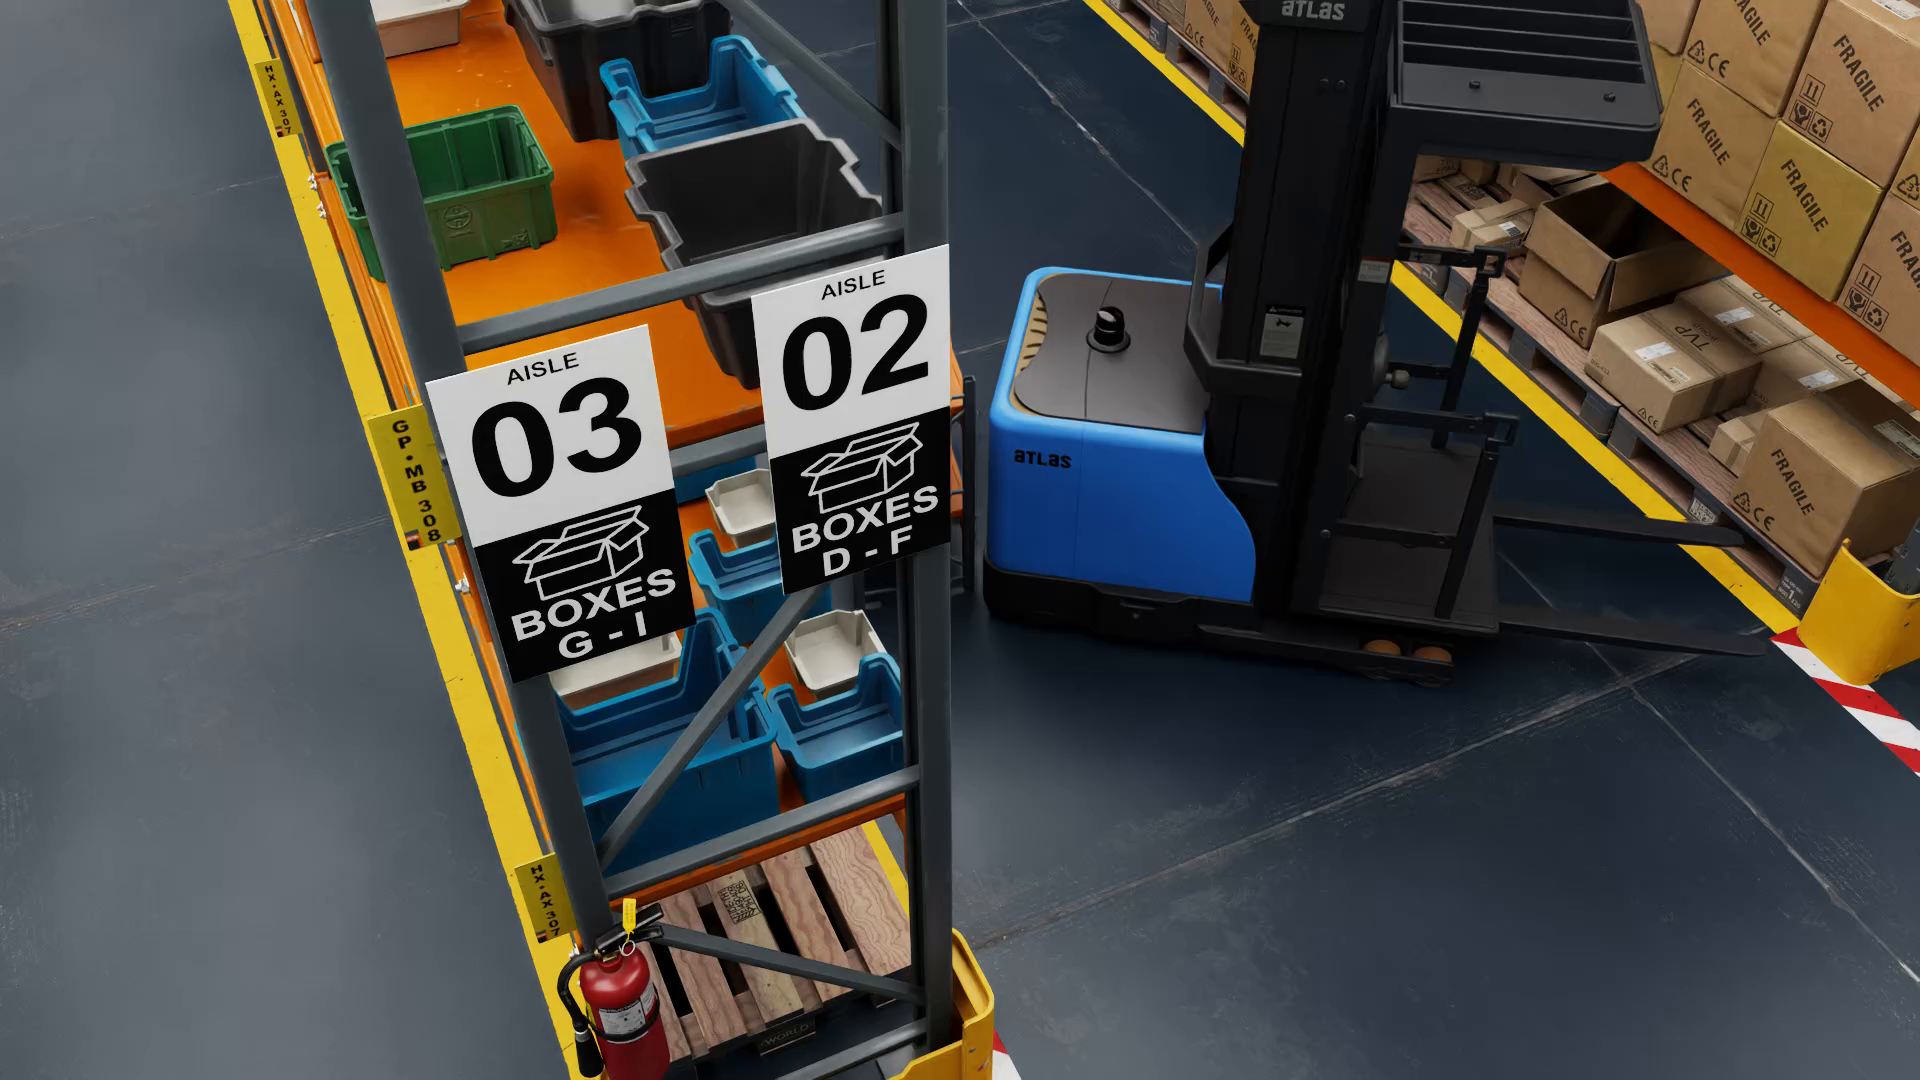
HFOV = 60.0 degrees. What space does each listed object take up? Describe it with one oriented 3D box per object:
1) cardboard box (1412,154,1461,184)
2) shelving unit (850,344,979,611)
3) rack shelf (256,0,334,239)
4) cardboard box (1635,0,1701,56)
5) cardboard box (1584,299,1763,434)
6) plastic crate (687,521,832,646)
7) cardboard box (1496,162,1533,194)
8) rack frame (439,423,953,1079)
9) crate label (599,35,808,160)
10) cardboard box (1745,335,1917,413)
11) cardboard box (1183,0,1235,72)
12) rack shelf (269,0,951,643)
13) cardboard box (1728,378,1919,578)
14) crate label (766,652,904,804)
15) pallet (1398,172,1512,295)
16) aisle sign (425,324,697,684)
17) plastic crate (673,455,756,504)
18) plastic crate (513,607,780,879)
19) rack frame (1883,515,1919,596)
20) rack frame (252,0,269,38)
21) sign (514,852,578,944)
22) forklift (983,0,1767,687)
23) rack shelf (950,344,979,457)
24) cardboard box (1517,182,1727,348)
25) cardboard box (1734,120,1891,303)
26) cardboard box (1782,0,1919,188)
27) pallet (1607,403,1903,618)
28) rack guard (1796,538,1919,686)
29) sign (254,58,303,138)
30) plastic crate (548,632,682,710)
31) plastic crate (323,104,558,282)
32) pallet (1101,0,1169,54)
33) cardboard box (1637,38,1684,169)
[{"bbox_3d":[2.294,-2.130,8.743,0.500,0.311,0.500,-18,47,-17],"label":"cardboard box"},{"bbox_3d":[-0.304,-0.505,6.829,0.538,1.125,1.048,-9,45,-9],"label":"shelving unit"},{"bbox_3d":[-3.022,-2.820,8.353,1.077,0.370,4.000,-18,47,-17],"label":"rack shelf"},{"bbox_3d":[2.908,-2.285,6.515,0.500,0.500,0.500,-17,47,-16],"label":"cardboard box"},{"bbox_3d":[3.172,-0.778,7.417,0.500,0.250,0.500,-18,47,-17],"label":"cardboard box"},{"bbox_3d":[-0.582,0.112,4.946,0.416,0.233,0.300,-18,47,-17],"label":"plastic crate"},{"bbox_3d":[3.023,-1.903,8.628,0.380,0.149,0.250,-18,47,-17],"label":"cardboard box"},{"bbox_3d":[-0.500,0.748,4.225,1.000,3.000,0.127,-18,47,-17],"label":"rack frame"},{"bbox_3d":[-0.594,-0.950,3.917,0.408,0.251,0.502,-18,47,-17],"label":"crate label"},{"bbox_3d":[3.815,-0.639,7.276,0.500,0.250,0.500,-18,47,-17],"label":"cardboard box"},{"bbox_3d":[1.646,-3.076,9.567,0.500,0.500,0.500,-18,47,-17],"label":"cardboard box"},{"bbox_3d":[-1.341,-1.338,4.716,1.077,0.370,4.000,-18,47,-17],"label":"rack shelf"},{"bbox_3d":[3.544,-0.253,6.706,0.500,0.500,0.500,-18,47,-17],"label":"cardboard box"},{"bbox_3d":[-0.305,0.531,4.521,0.416,0.233,0.303,-18,47,-17],"label":"crate label"},{"bbox_3d":[2.602,-1.831,8.824,1.003,0.211,1.213,-18,47,-17],"label":"pallet"},{"bbox_3d":[-0.735,-0.045,3.178,0.394,0.787,0.004,-18,47,-17],"label":"aisle sign"},{"bbox_3d":[-0.858,-0.308,5.371,0.416,0.233,0.300,-18,47,-17],"label":"plastic crate"},{"bbox_3d":[-0.810,0.556,4.352,0.616,0.435,0.499,-18,47,-17],"label":"plastic crate"},{"bbox_3d":[3.996,-0.713,5.705,1.000,3.000,0.127,-18,47,-17],"label":"rack frame"},{"bbox_3d":[-3.863,-4.350,9.392,1.000,3.000,0.127,-18,47,-17],"label":"rack frame"},{"bbox_3d":[-0.992,0.863,3.993,0.100,0.325,0.005,-18,47,-17],"label":"sign"},{"bbox_3d":[1.661,-0.874,5.918,3.031,2.935,1.130,7,45,8],"label":"forklift"},{"bbox_3d":[-0.304,-0.713,6.624,0.538,0.278,1.000,-9,45,-9],"label":"rack shelf"},{"bbox_3d":[3.109,-1.334,7.799,0.797,0.503,0.637,-18,47,-17],"label":"cardboard box"},{"bbox_3d":[3.340,-1.283,6.212,0.500,0.500,0.500,-18,47,-17],"label":"cardboard box"},{"bbox_3d":[3.346,-1.628,5.850,0.500,0.500,0.500,-17,47,-16],"label":"cardboard box"},{"bbox_3d":[3.628,-0.276,7.249,1.003,0.211,1.213,-18,47,-17],"label":"pallet"},{"bbox_3d":[3.964,0.129,6.632,1.175,0.500,0.348,-18,47,-17],"label":"rack guard"},{"bbox_3d":[-2.681,-1.738,6.548,0.100,0.325,0.005,-18,47,-17],"label":"sign"},{"bbox_3d":[-1.007,0.354,4.769,0.396,0.136,0.243,-18,47,-17],"label":"plastic crate"},{"bbox_3d":[-1.173,-0.789,3.798,0.450,0.188,0.336,-18,47,-17],"label":"plastic crate"},{"bbox_3d":[1.421,-3.555,10.571,1.003,0.211,1.213,-18,47,-17],"label":"pallet"},{"bbox_3d":[2.923,-1.924,6.861,0.500,0.500,0.500,-19,48,-18],"label":"cardboard box"}]
